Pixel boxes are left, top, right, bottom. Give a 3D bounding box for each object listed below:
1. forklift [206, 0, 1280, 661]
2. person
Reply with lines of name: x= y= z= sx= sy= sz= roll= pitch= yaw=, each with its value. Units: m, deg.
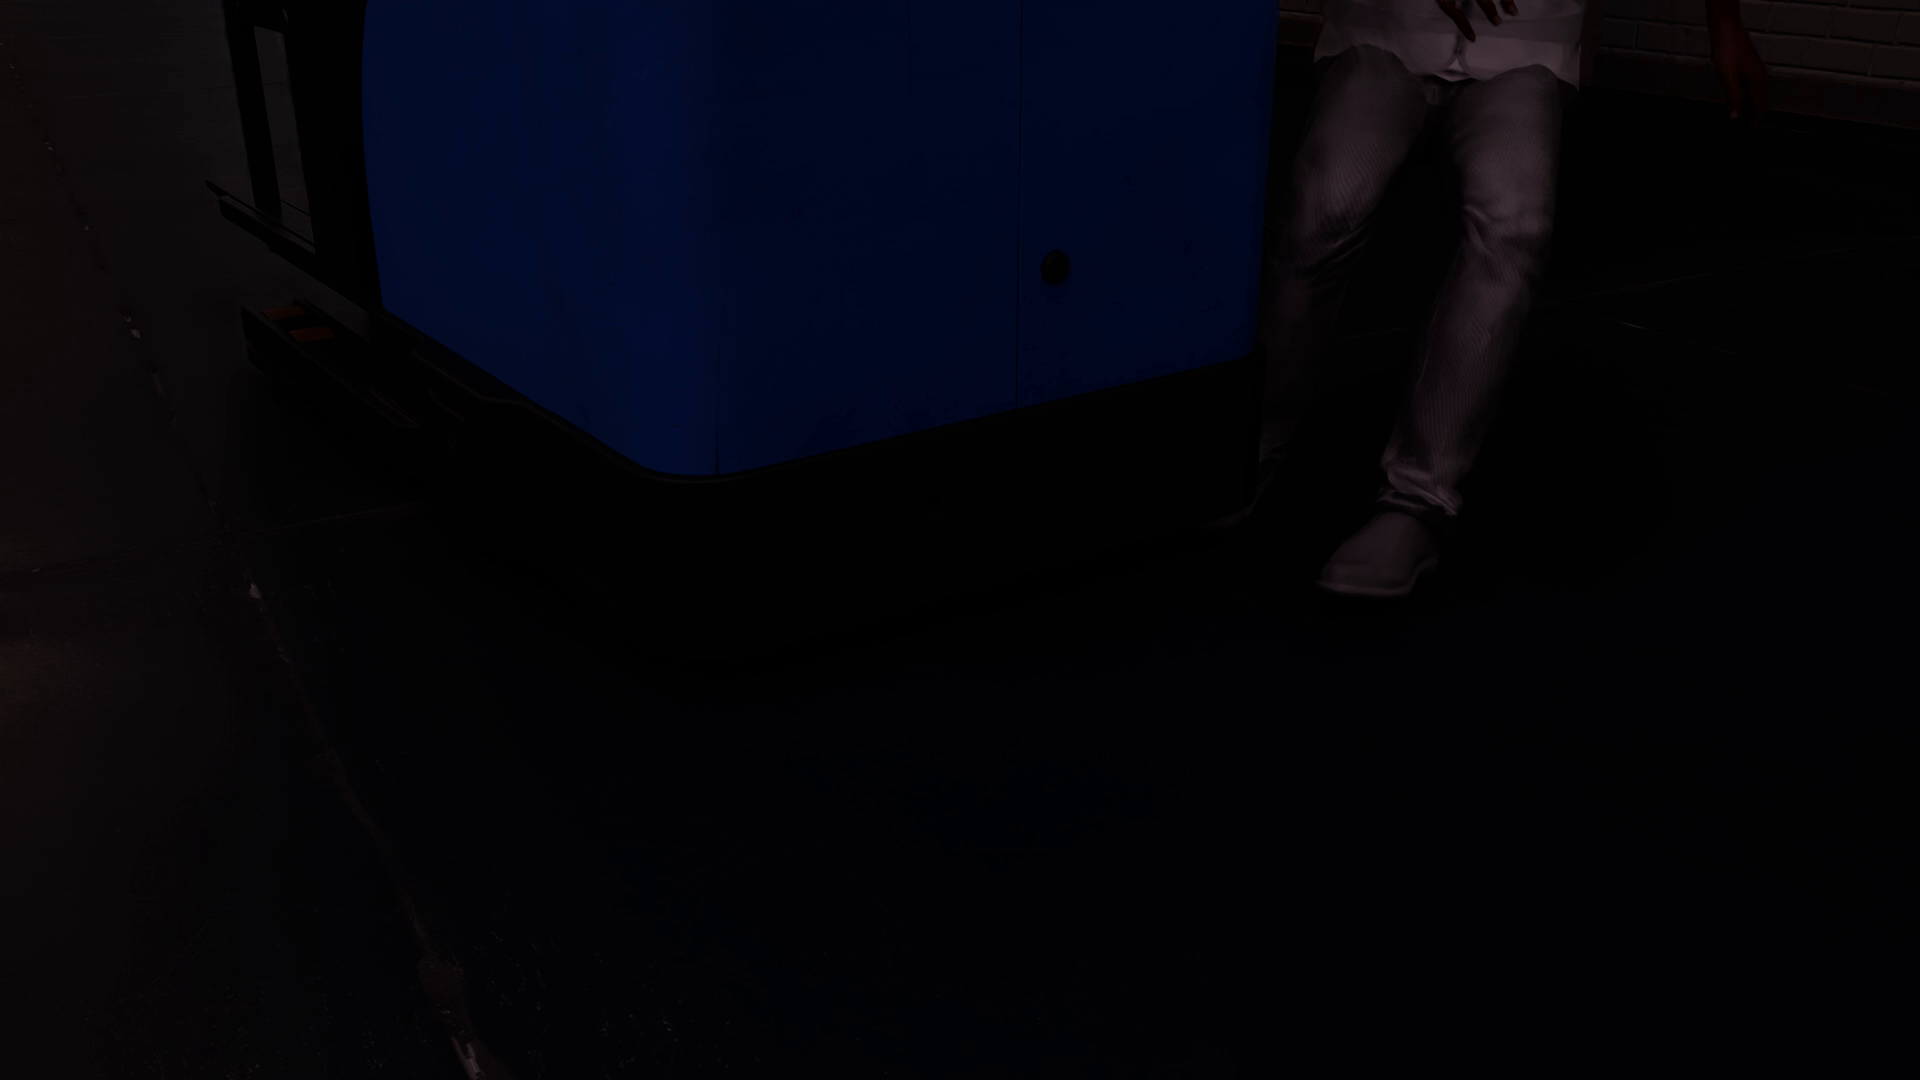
forklift: x=-0.805 y=-1.704 z=2.925 sx=1.130 sy=2.935 sz=3.031 roll=-15 pitch=27 yaw=-33
person: x=0.804 y=-0.692 z=2.463 sx=0.937 sy=1.525 sz=0.929 roll=3 pitch=23 yaw=8
